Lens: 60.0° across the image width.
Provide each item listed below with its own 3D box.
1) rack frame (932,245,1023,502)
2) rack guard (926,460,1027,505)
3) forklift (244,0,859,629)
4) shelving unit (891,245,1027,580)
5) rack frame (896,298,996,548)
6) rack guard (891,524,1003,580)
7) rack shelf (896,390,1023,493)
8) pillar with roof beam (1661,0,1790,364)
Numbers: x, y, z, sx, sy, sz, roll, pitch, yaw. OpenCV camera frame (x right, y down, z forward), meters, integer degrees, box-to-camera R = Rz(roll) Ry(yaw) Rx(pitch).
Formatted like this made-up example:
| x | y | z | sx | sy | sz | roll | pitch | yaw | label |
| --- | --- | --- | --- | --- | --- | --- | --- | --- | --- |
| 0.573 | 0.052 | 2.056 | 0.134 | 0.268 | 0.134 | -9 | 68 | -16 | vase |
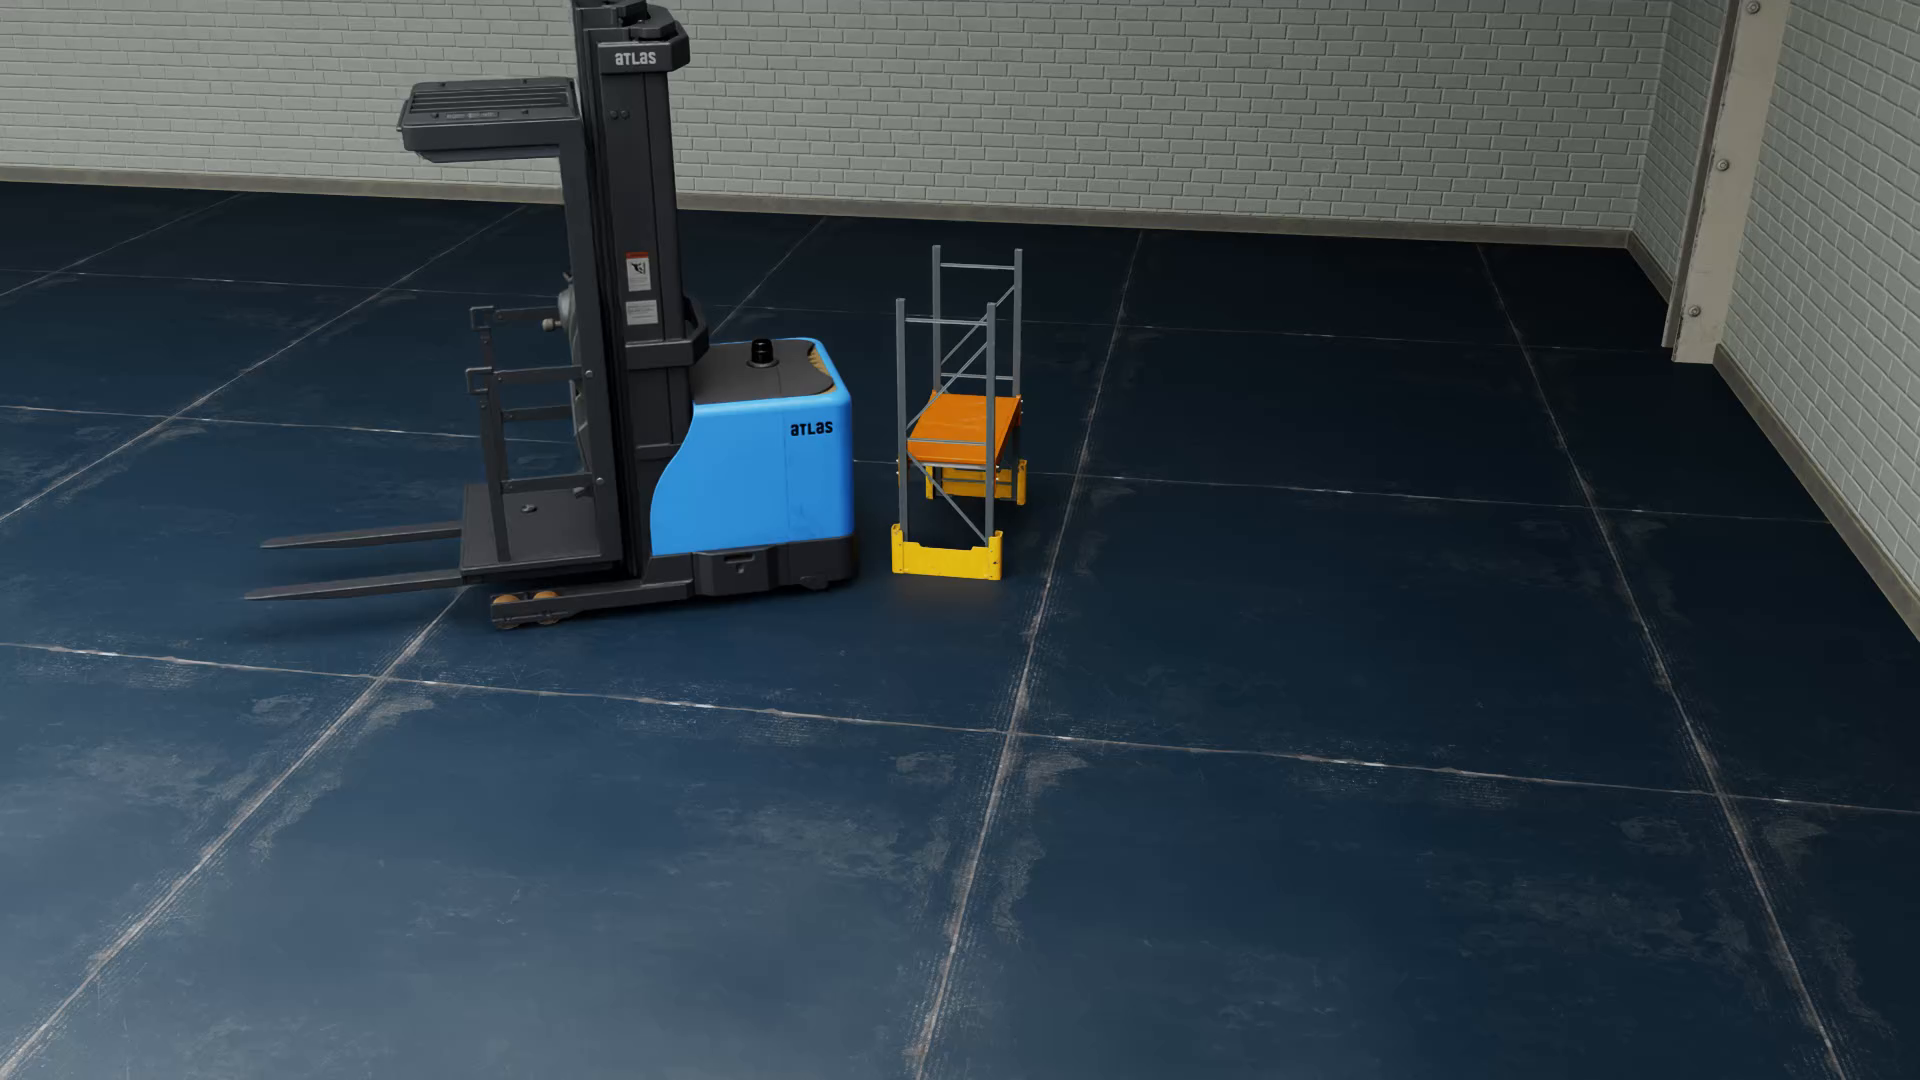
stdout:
| x | y | z | sx | sy | sz | roll | pitch | yaw | label |
| --- | --- | --- | --- | --- | --- | --- | --- | --- | --- |
| 0.097 | -0.928 | 9.462 | 0.500 | 1.500 | 0.032 | 4 | 25 | 9 | rack frame |
| 0.094 | -0.353 | 9.710 | 0.587 | 0.250 | 0.087 | 4 | 25 | 9 | rack guard |
| -2.105 | -1.130 | 8.207 | 3.031 | 2.935 | 1.130 | -6 | 26 | -12 | forklift |
| 0.012 | -0.711 | 9.000 | 0.587 | 1.500 | 1.083 | 4 | 25 | 9 | shelving unit |
| -0.069 | -0.502 | 8.554 | 0.500 | 1.500 | 0.032 | 4 | 25 | 9 | rack frame |
| -0.069 | 0.063 | 8.820 | 0.587 | 0.250 | 0.087 | 4 | 25 | 9 | rack guard |
| 0.014 | -0.552 | 9.085 | 0.538 | 0.185 | 1.000 | 4 | 25 | 9 | rack shelf |
| 1.081 | -5.733 | 10.883 | 9.100 | 9.000 | 0.400 | 4 | 25 | 9 | pillar with roof beam |
